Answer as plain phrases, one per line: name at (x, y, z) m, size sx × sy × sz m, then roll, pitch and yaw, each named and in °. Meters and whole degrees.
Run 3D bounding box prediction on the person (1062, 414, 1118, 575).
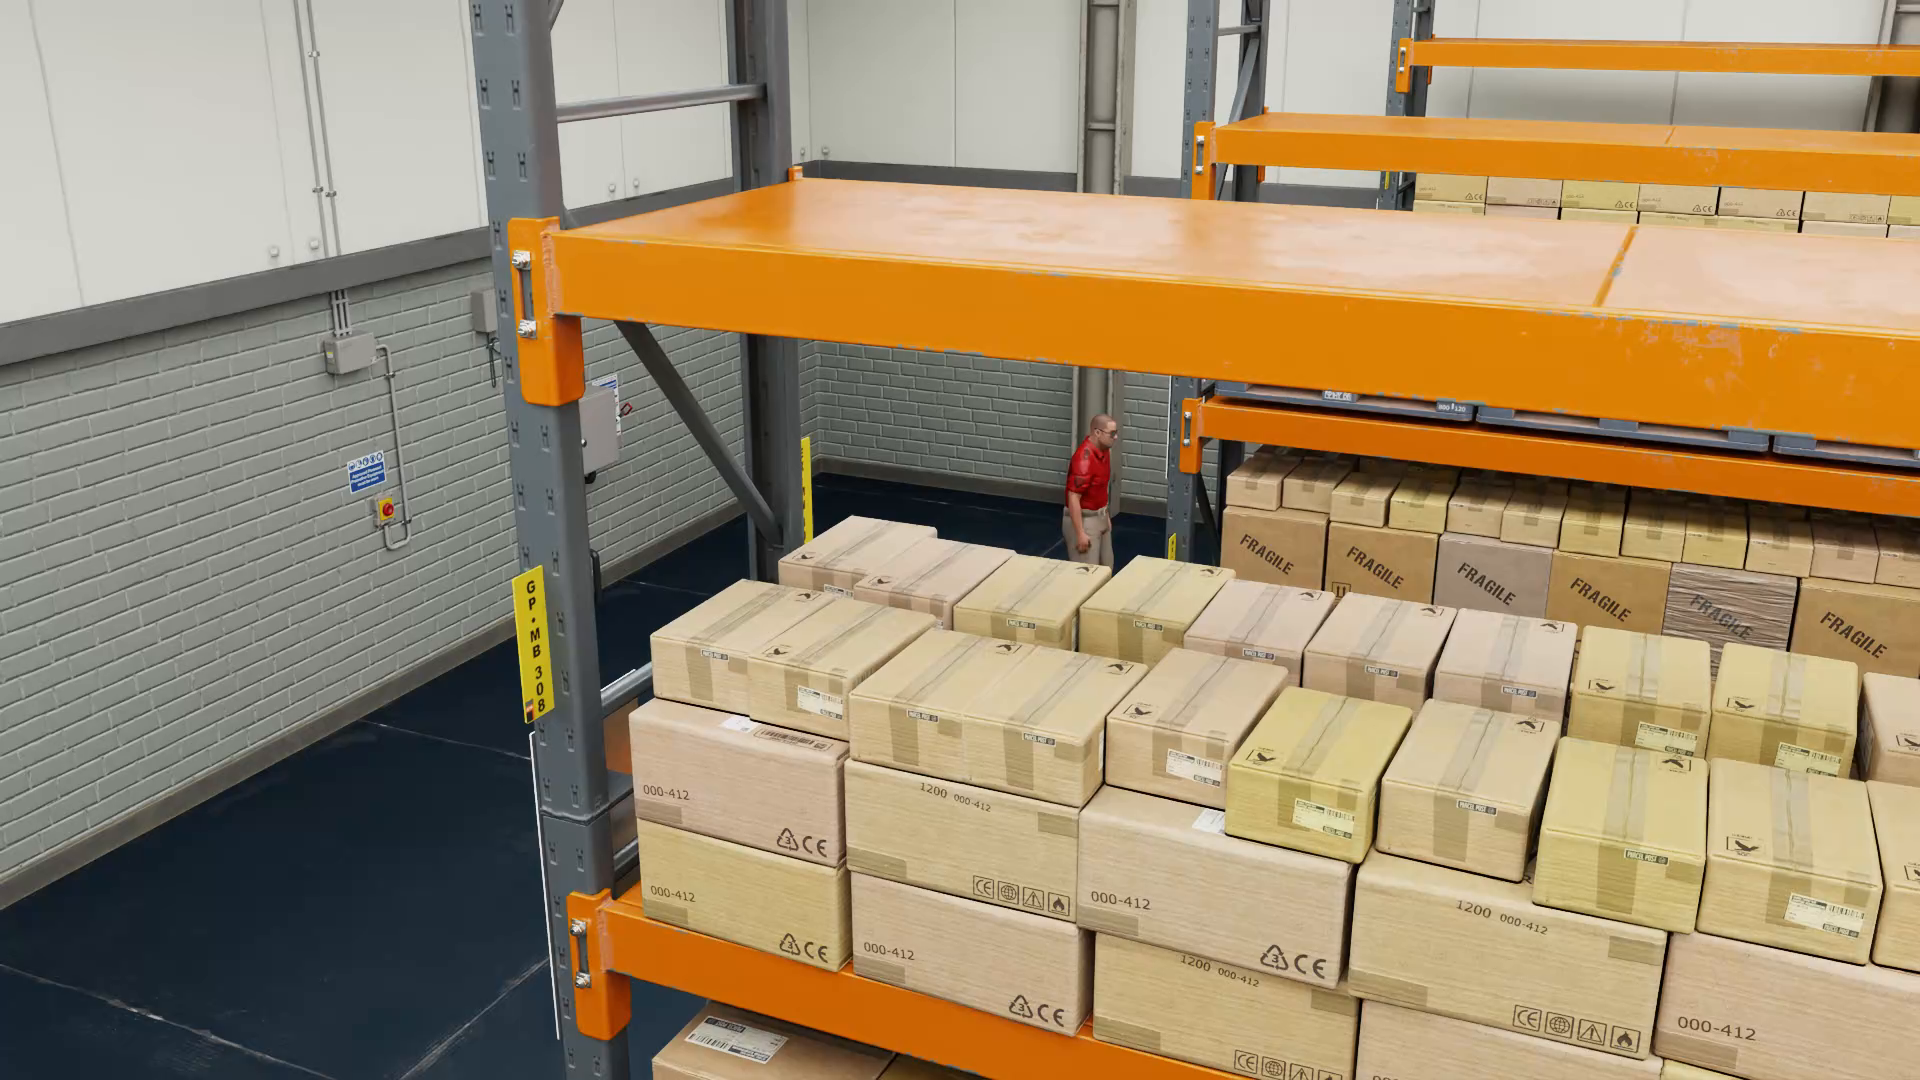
person at (0.994, -0.100, 12.378) m, size 0.428 × 1.726 × 0.585 m, roll 8°, pitch 21°, yaw 23°
